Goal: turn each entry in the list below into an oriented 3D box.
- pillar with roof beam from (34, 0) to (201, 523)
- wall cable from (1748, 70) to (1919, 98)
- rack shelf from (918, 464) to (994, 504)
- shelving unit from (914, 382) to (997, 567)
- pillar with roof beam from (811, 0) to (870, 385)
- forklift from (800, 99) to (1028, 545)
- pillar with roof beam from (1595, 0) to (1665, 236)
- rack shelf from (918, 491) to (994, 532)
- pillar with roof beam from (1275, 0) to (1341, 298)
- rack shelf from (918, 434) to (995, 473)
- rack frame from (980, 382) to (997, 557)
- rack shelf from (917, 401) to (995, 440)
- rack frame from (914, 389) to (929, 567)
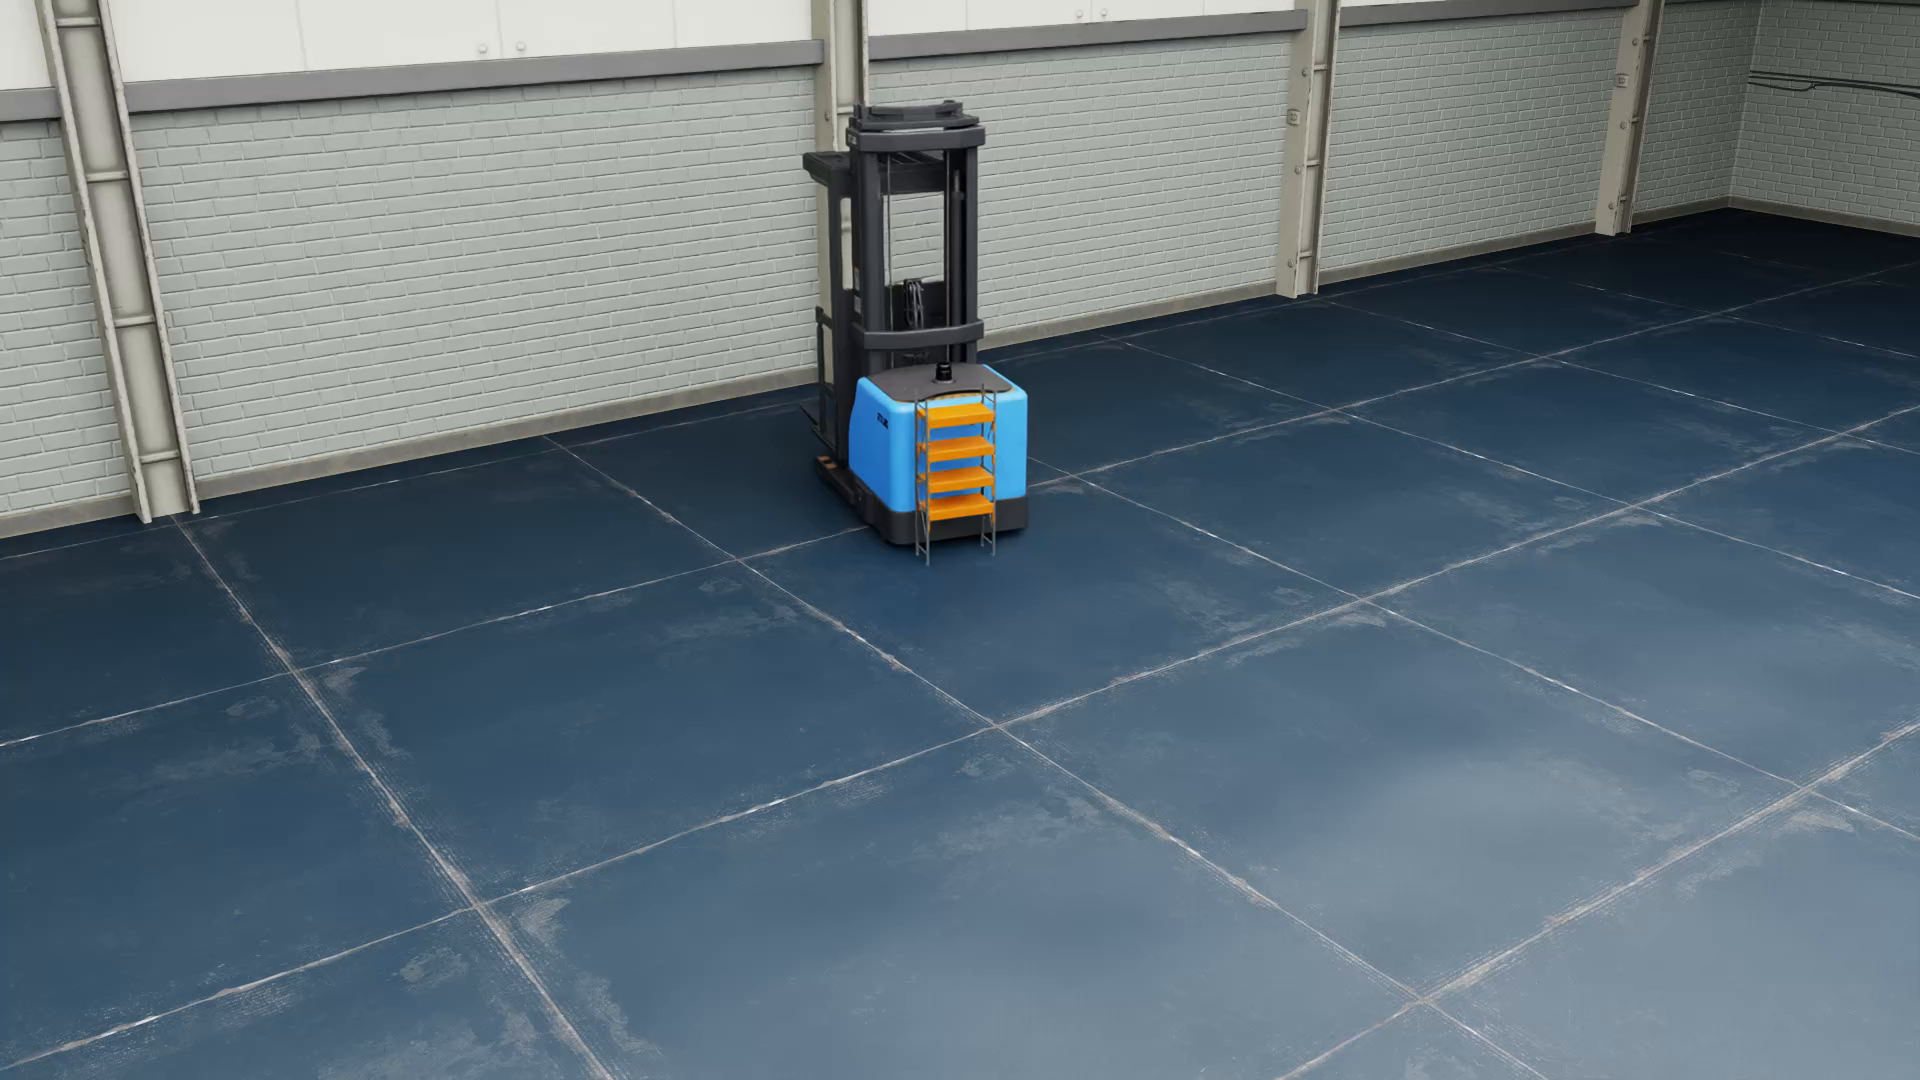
[{"bbox_3d":[-3.405,-3.094,7.509,0.400,9.000,9.100,-15,26,-33],"label":"pillar with roof beam"},{"bbox_3d":[11.856,-7.083,21.695,0.112,2.526,3.097,-15,26,-33],"label":"wall cable"},{"bbox_3d":[-0.033,-0.385,11.422,0.480,0.148,0.258,-8,23,-19],"label":"rack shelf"},{"bbox_3d":[-0.033,-0.447,11.397,0.503,1.200,0.258,-8,23,-19],"label":"shelving unit"},{"bbox_3d":[1.466,-4.393,10.764,0.400,9.000,9.100,-15,26,-33],"label":"pillar with roof beam"},{"bbox_3d":[-0.513,-1.843,12.560,1.130,2.935,3.031,-8,23,-19],"label":"forklift"},{"bbox_3d":[11.207,-6.991,17.273,0.400,9.000,9.100,-15,26,-33],"label":"pillar with roof beam"},{"bbox_3d":[-0.033,-0.201,11.496,0.480,0.148,0.258,-8,23,-19],"label":"rack shelf"},{"bbox_3d":[6.336,-5.692,14.018,0.400,9.000,9.100,-15,26,-33],"label":"pillar with roof beam"},{"bbox_3d":[-0.032,-0.592,11.338,0.480,0.148,0.258,-8,23,-19],"label":"rack shelf"},{"bbox_3d":[0.195,-0.480,11.478,0.015,1.200,0.240,-8,23,-19],"label":"rack frame"},{"bbox_3d":[-0.032,-0.812,11.250,0.480,0.148,0.258,-8,23,-19],"label":"rack shelf"},{"bbox_3d":[-0.260,-0.415,11.316,0.015,1.200,0.240,-8,23,-19],"label":"rack frame"}]
